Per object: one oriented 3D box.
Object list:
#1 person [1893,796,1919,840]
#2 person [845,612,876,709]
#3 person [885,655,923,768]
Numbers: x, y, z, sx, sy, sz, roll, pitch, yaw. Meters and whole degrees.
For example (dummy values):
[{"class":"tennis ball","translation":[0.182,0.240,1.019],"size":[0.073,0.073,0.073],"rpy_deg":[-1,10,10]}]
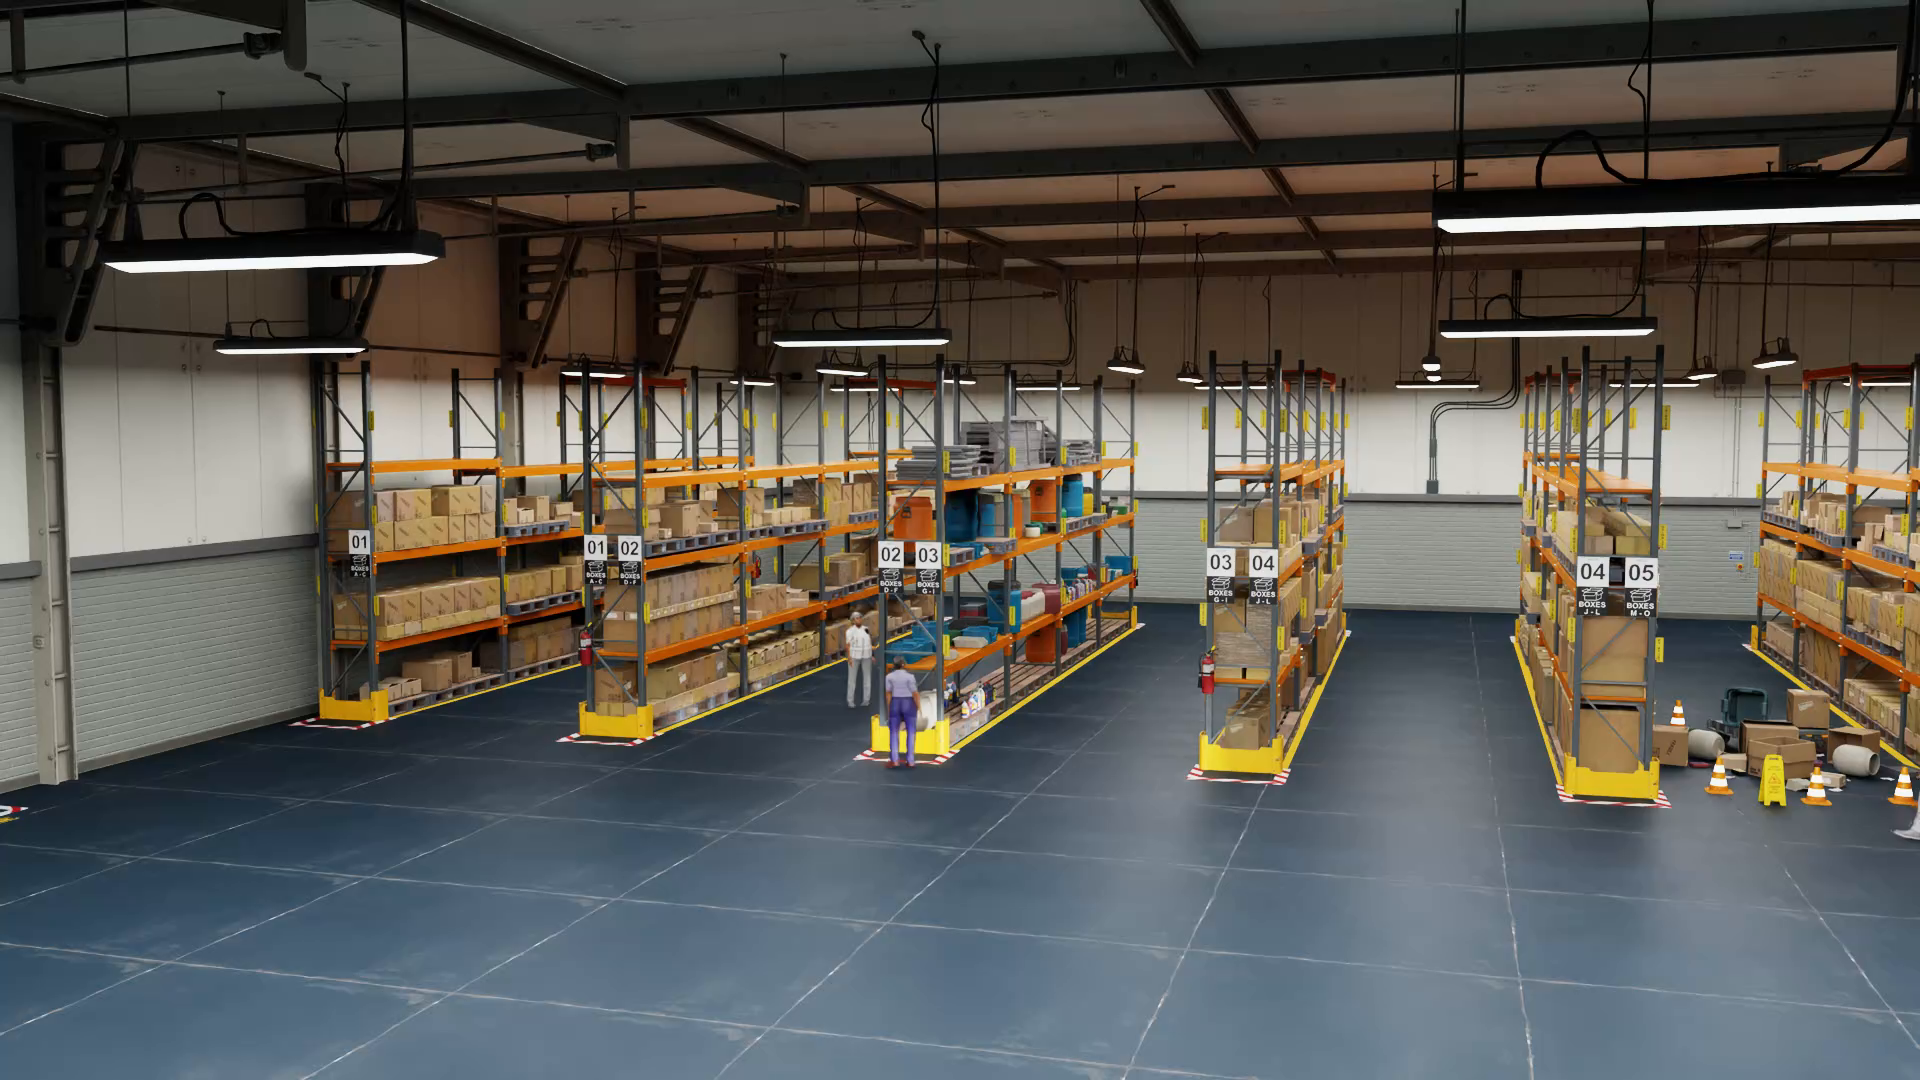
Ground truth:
[{"class":"person","translation":[11.703,2.730,19.696],"size":[1.043,1.728,0.518],"rpy_deg":[0,4,0]},{"class":"person","translation":[-1.736,2.099,29.160],"size":[0.536,1.679,0.457],"rpy_deg":[-1,4,-12]},{"class":"person","translation":[-0.816,2.487,24.046],"size":[0.542,1.625,0.390],"rpy_deg":[0,4,6]}]
